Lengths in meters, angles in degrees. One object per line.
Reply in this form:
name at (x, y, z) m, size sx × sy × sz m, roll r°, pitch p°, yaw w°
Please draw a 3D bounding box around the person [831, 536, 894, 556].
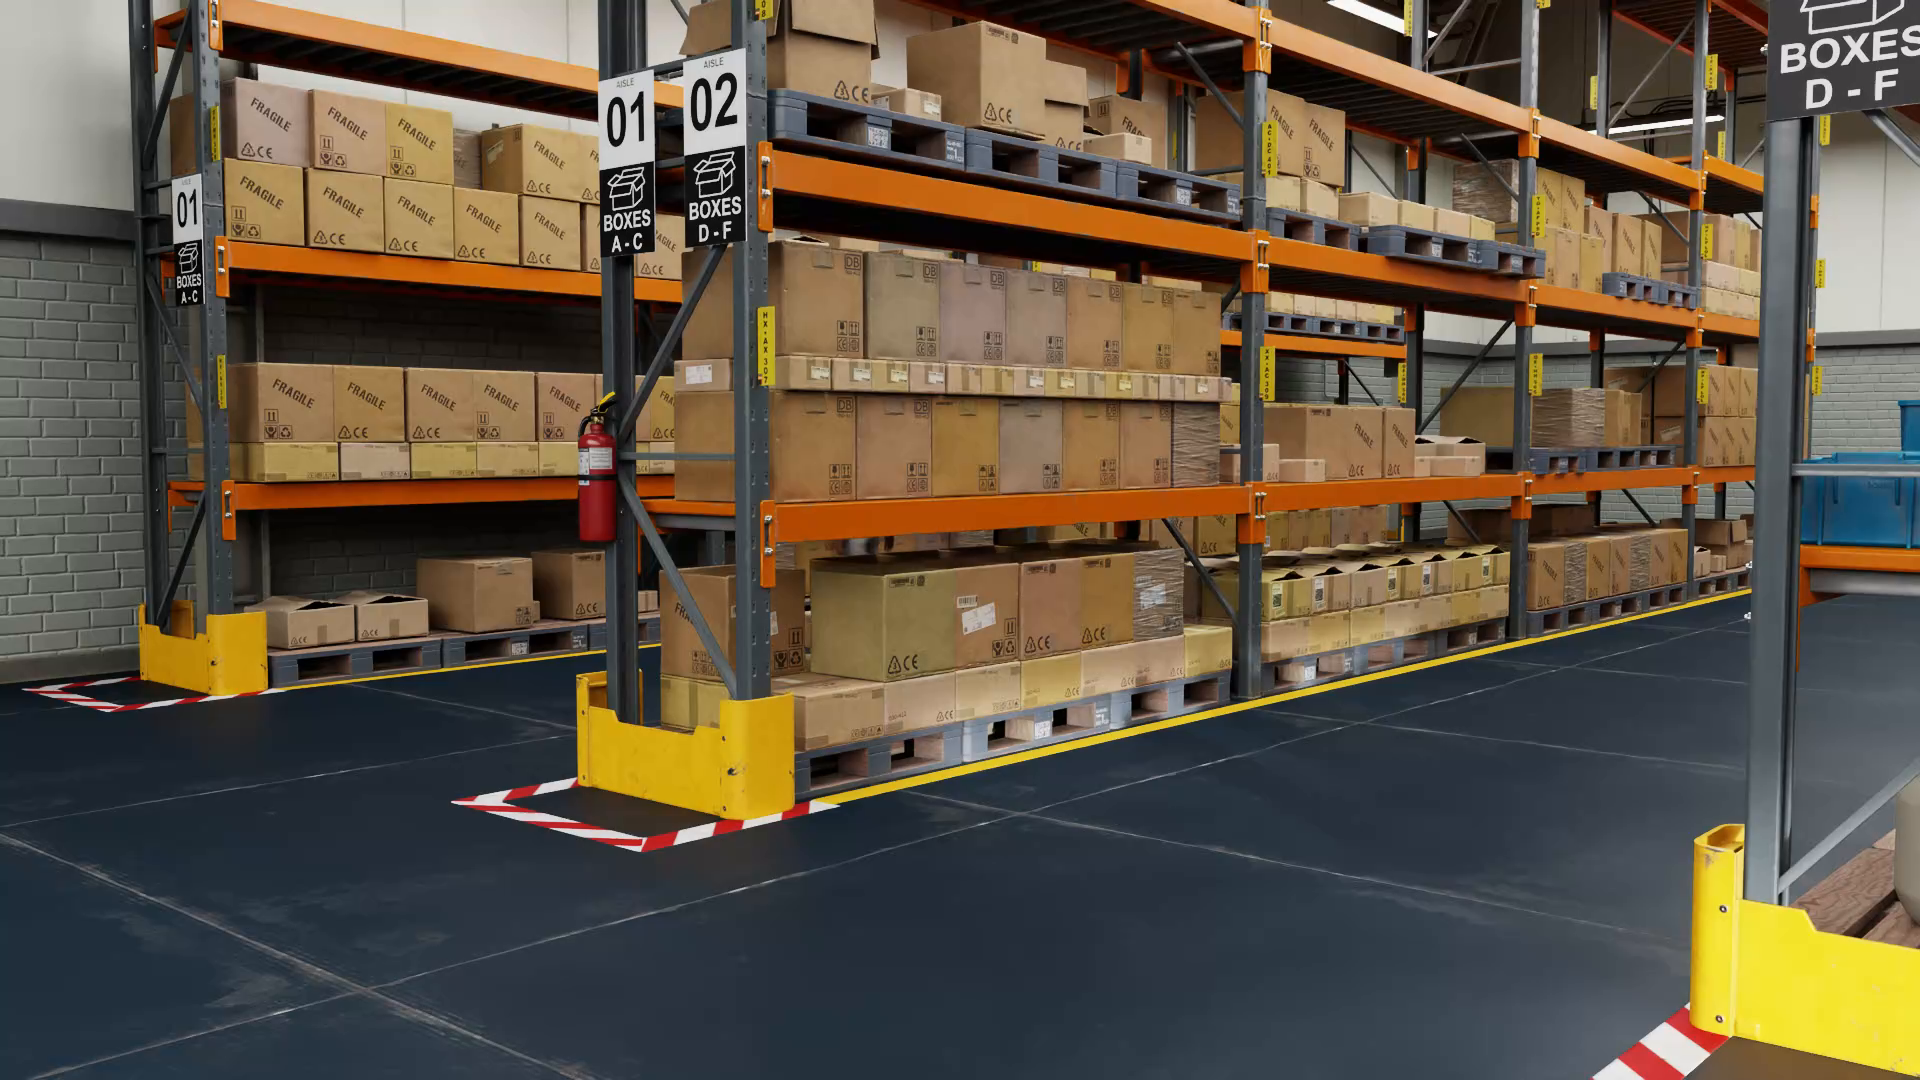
person at (-0.814, -0.070, 12.458) m, size 0.570 × 1.764 × 0.630 m, roll 3°, pitch 4°, yaw 36°
